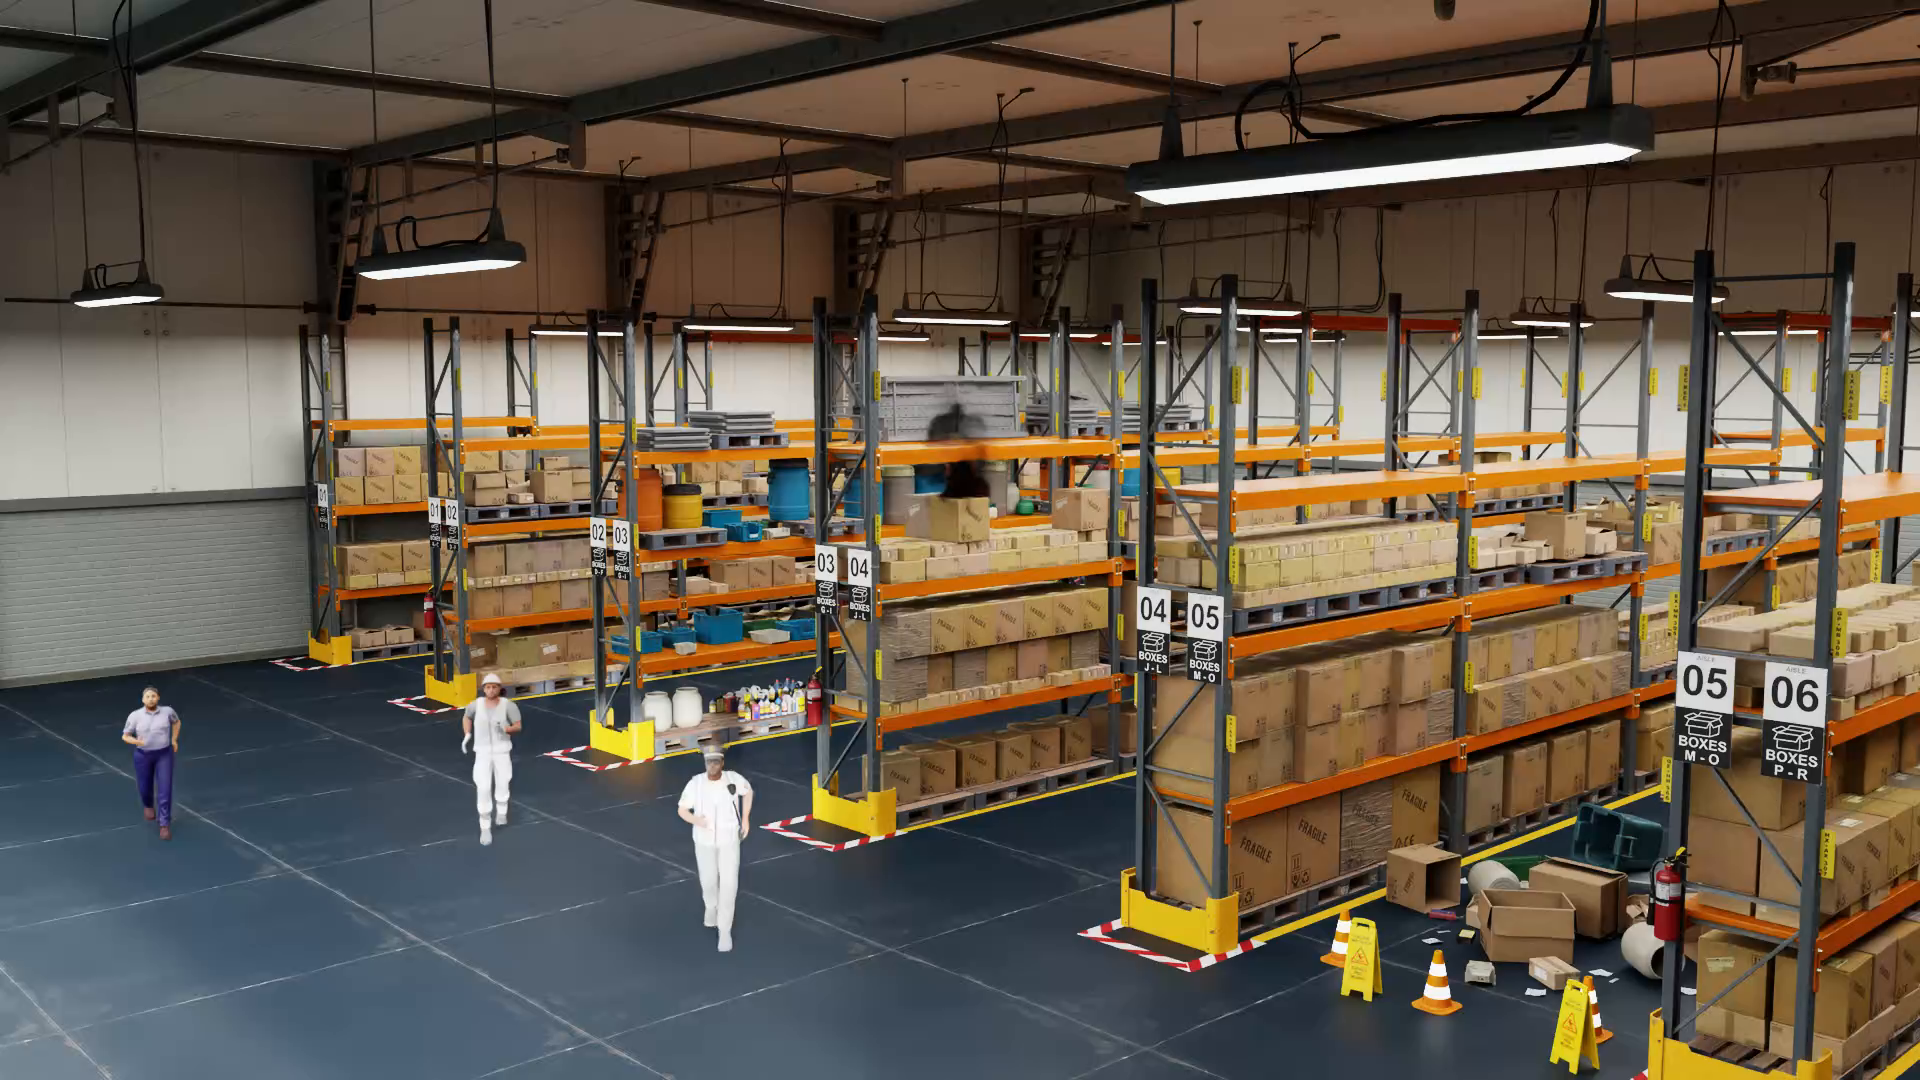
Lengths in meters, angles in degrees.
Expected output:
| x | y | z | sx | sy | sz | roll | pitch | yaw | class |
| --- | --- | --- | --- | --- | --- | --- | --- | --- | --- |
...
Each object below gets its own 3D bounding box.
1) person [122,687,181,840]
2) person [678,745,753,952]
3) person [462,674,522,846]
| x | y | z | sx | sy | sz | roll | pitch | yaw | class |
| --- | --- | --- | --- | --- | --- | --- | --- | --- | --- |
| -9.026 | 2.457 | 18.617 | 0.606 | 1.646 | 0.925 | -3 | 7 | -28 | person |
| -2.230 | 2.760 | 15.189 | 0.662 | 1.840 | 0.863 | 0 | 6 | -4 | person |
| -5.203 | 2.393 | 18.510 | 0.649 | 1.835 | 0.839 | -2 | 6 | -15 | person |
